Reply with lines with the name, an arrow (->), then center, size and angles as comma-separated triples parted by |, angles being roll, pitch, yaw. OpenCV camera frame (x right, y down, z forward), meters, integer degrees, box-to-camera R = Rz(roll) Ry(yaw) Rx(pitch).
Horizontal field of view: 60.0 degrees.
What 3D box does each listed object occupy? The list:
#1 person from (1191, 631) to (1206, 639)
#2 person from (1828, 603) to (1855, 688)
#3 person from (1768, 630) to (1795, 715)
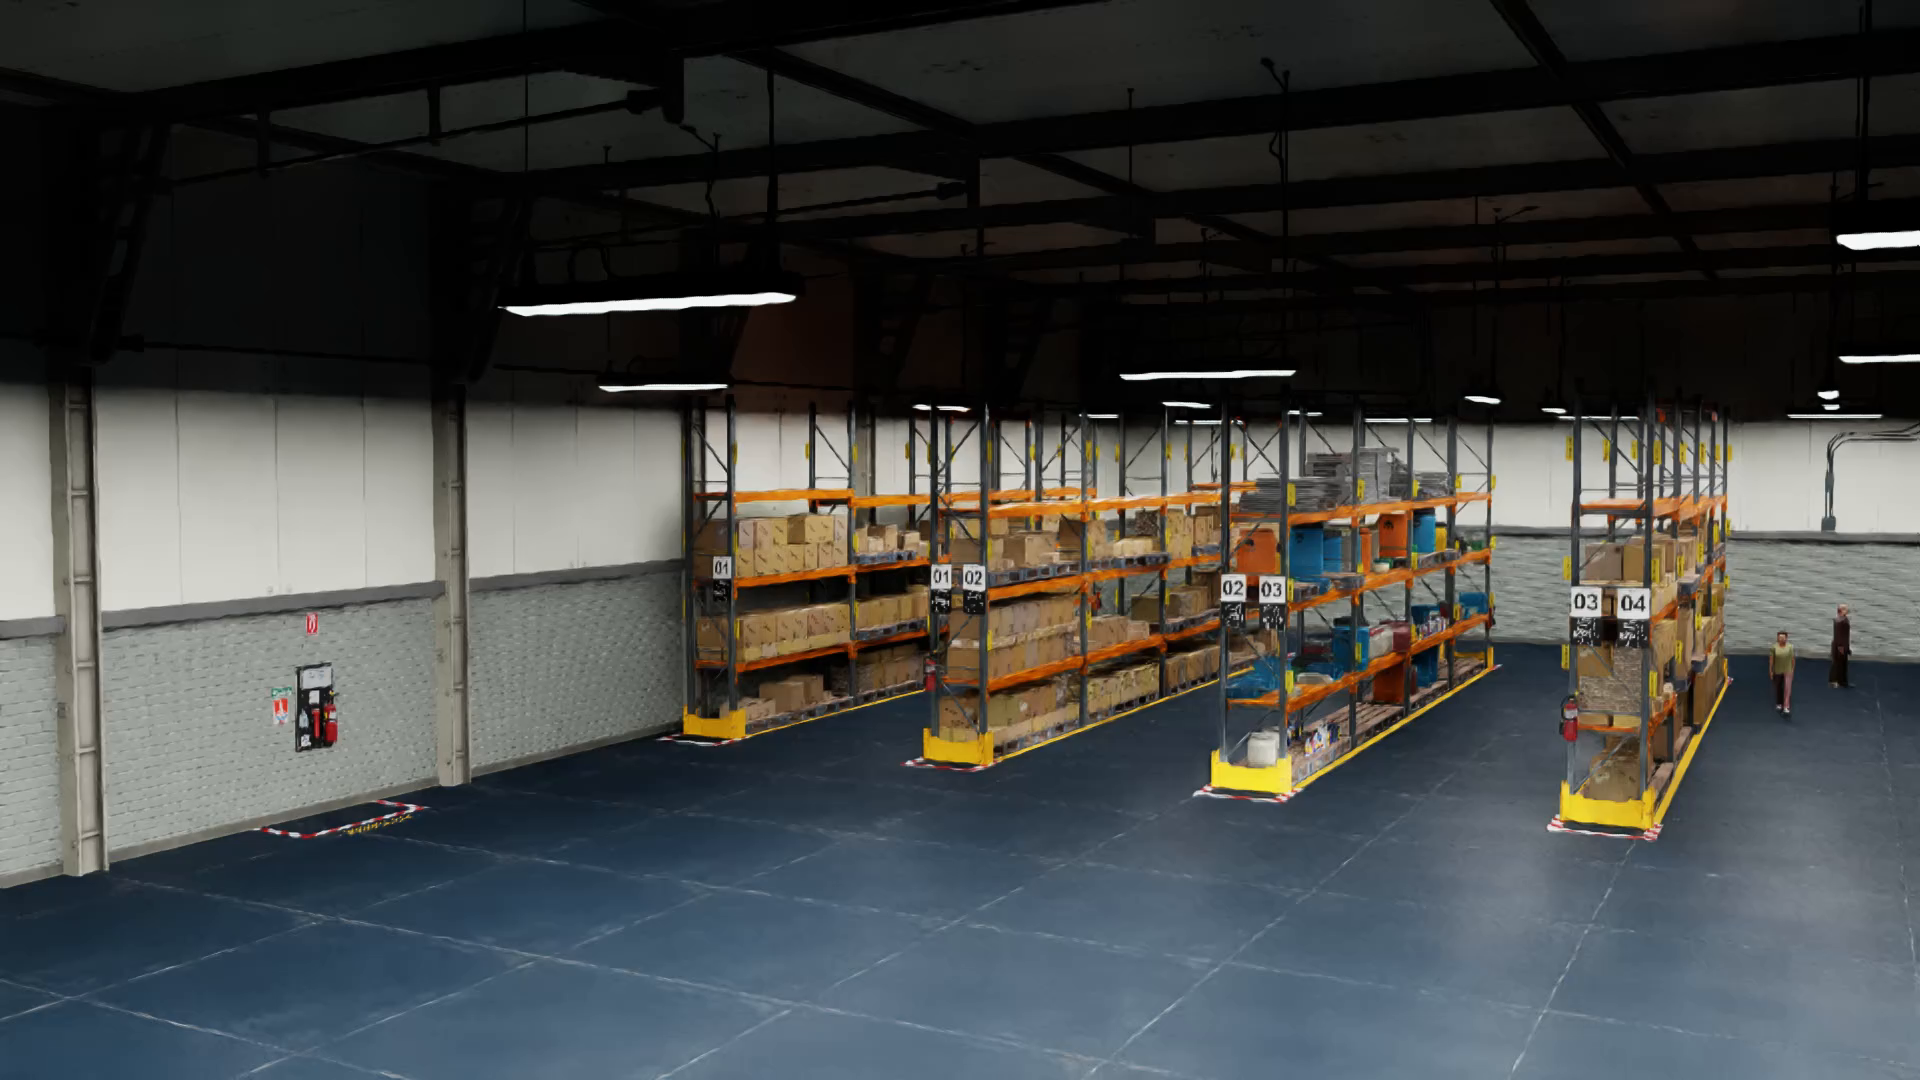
person -> 6.106, 1.911, 42.171 | 0.476, 1.724, 0.628 | 2, 3, 29
person -> 18.731, 2.235, 35.314 | 0.451, 1.787, 0.671 | 3, 4, 42
person -> 15.746, 2.512, 31.891 | 0.448, 1.590, 1.110 | 2, 3, 30
